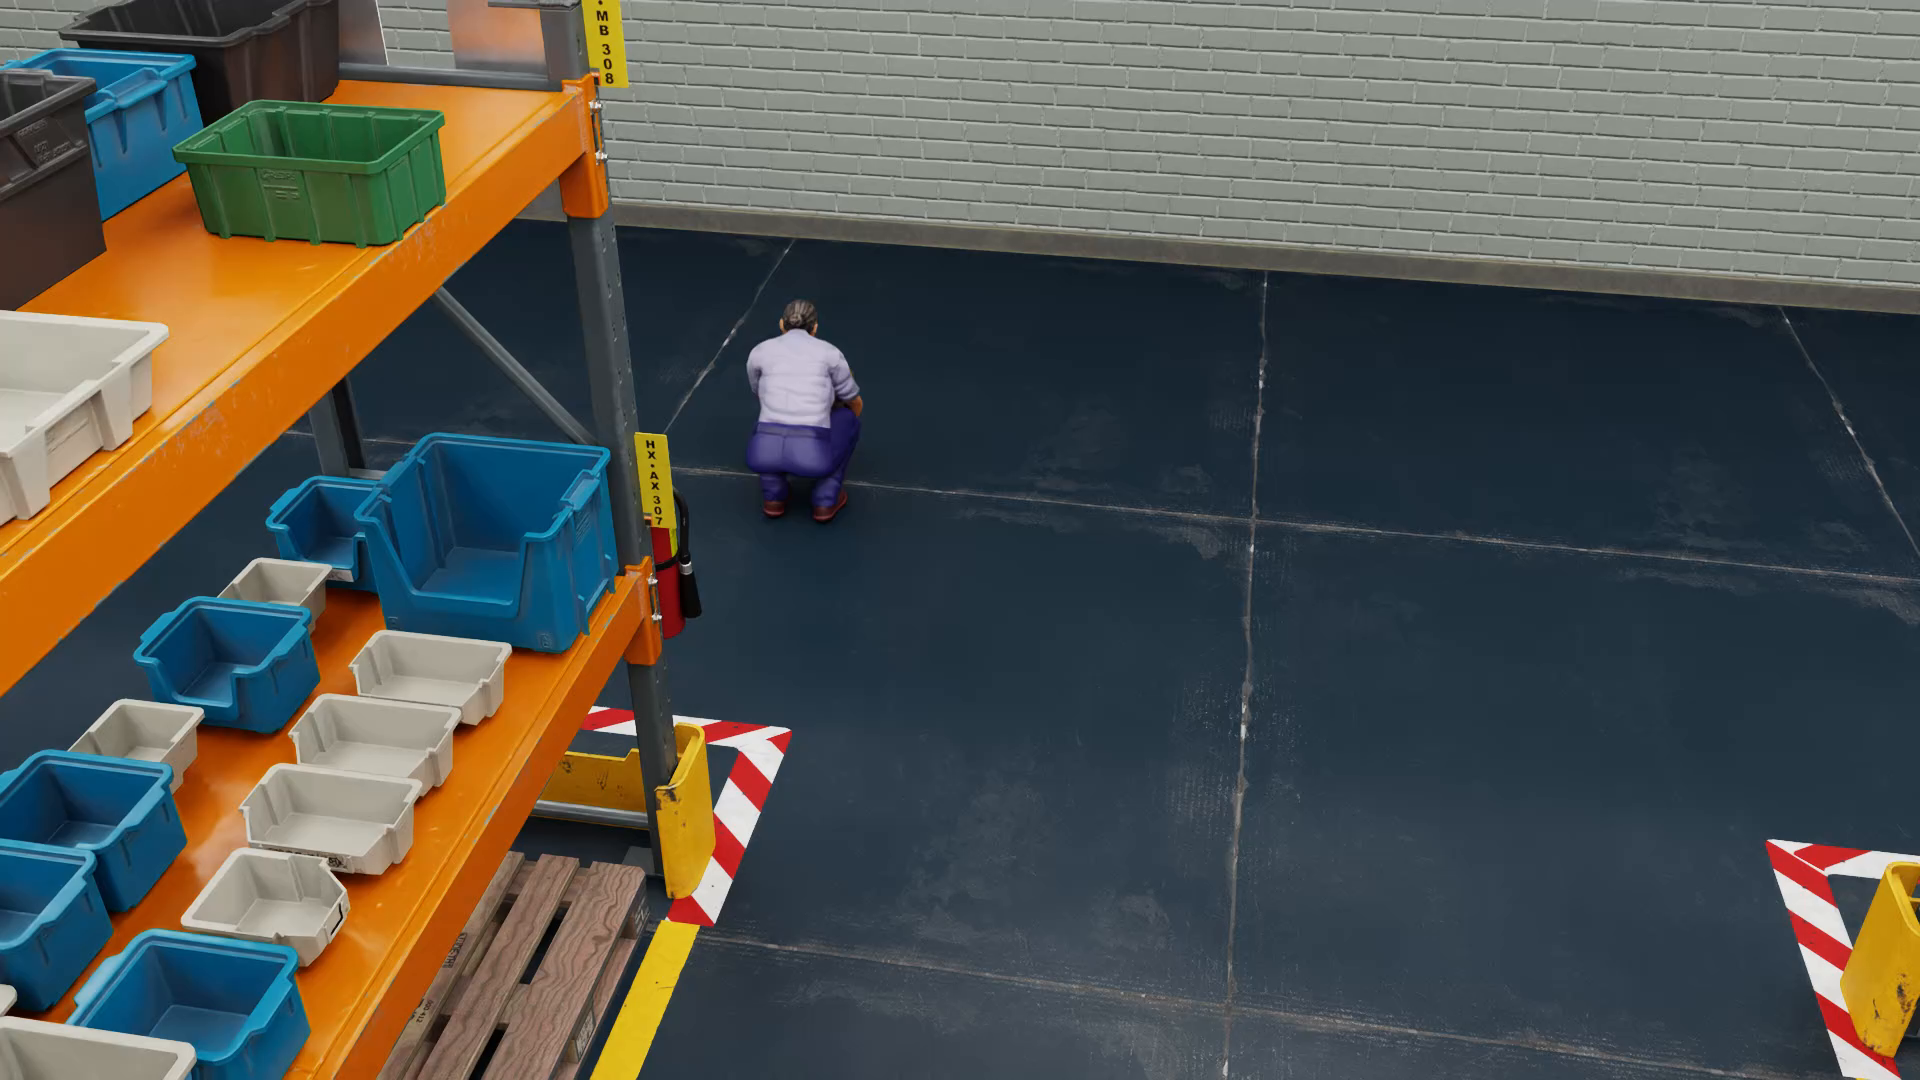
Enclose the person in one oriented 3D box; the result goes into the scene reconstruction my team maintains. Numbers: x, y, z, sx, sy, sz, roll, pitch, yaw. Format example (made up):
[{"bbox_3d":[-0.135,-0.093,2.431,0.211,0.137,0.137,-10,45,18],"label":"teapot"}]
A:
[{"bbox_3d":[-0.752,-0.584,7.749,0.532,0.923,0.810,6,33,9],"label":"person"}]
